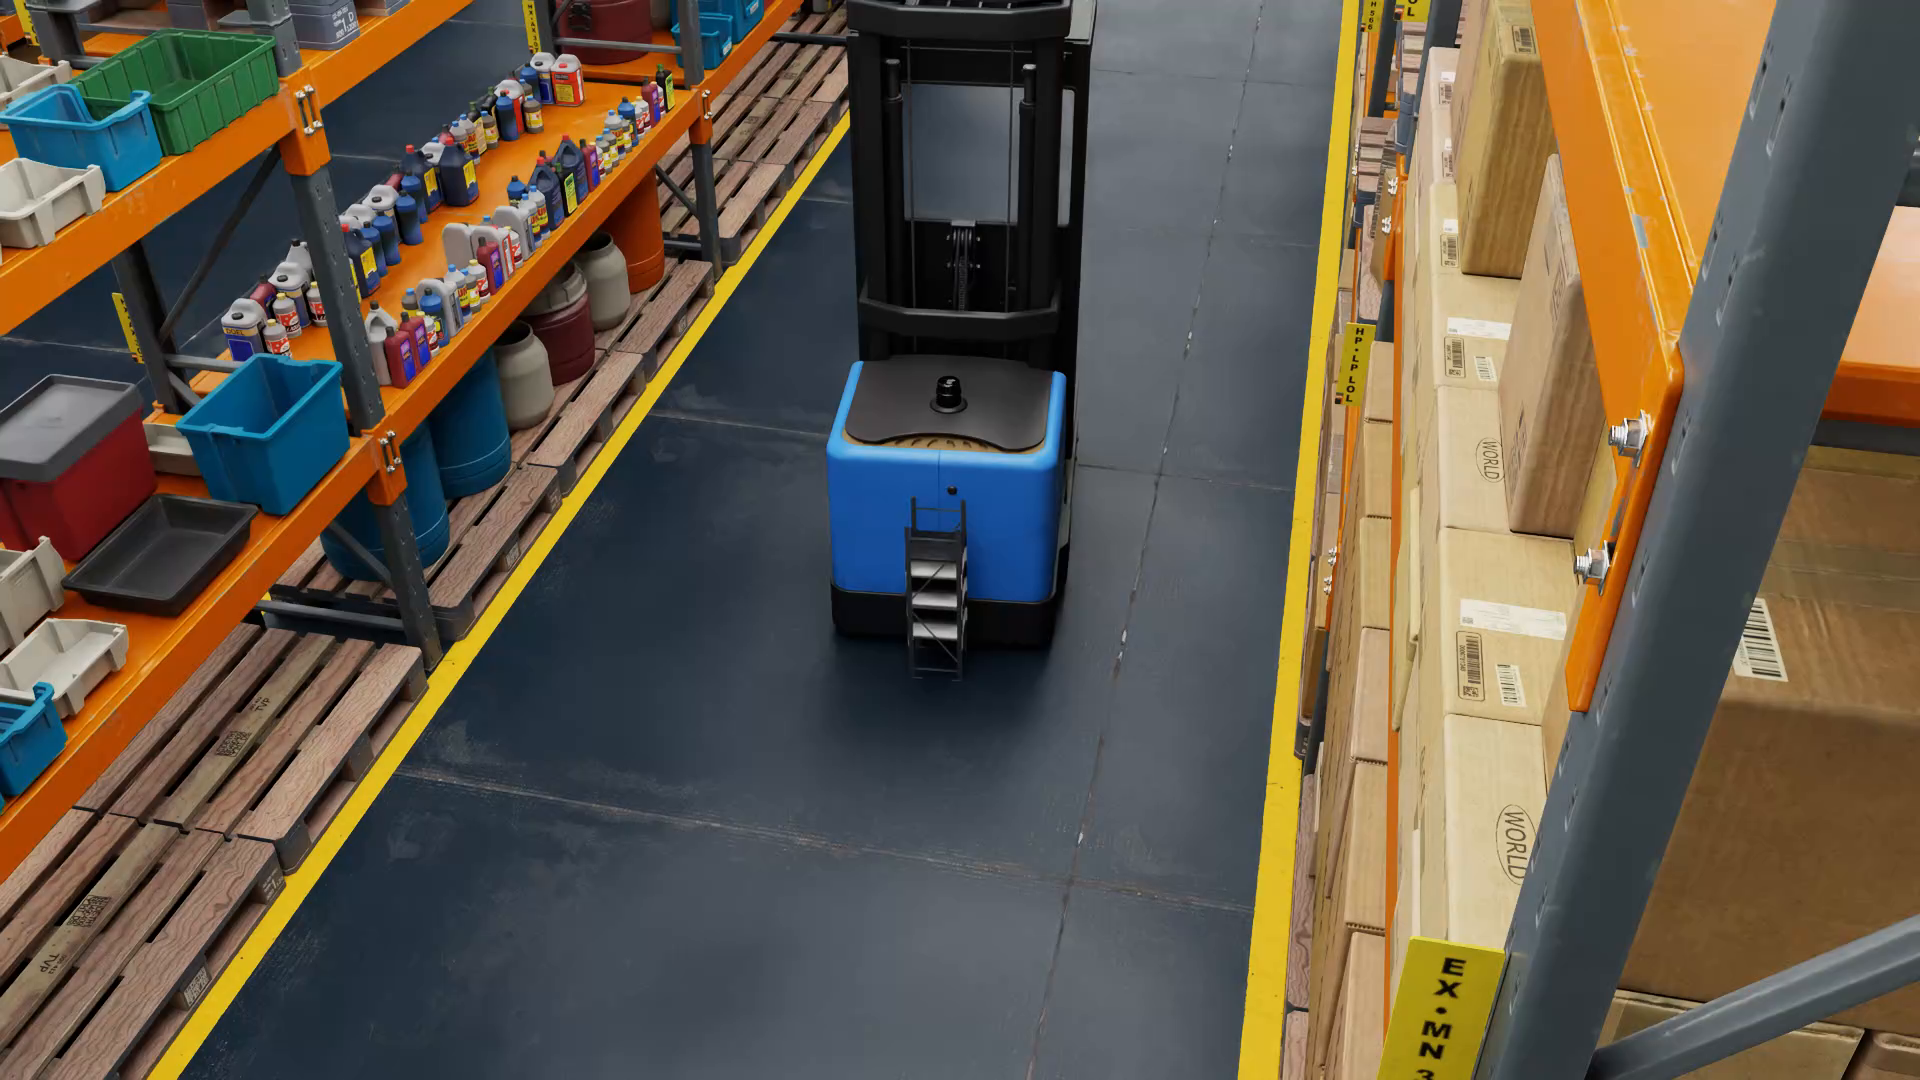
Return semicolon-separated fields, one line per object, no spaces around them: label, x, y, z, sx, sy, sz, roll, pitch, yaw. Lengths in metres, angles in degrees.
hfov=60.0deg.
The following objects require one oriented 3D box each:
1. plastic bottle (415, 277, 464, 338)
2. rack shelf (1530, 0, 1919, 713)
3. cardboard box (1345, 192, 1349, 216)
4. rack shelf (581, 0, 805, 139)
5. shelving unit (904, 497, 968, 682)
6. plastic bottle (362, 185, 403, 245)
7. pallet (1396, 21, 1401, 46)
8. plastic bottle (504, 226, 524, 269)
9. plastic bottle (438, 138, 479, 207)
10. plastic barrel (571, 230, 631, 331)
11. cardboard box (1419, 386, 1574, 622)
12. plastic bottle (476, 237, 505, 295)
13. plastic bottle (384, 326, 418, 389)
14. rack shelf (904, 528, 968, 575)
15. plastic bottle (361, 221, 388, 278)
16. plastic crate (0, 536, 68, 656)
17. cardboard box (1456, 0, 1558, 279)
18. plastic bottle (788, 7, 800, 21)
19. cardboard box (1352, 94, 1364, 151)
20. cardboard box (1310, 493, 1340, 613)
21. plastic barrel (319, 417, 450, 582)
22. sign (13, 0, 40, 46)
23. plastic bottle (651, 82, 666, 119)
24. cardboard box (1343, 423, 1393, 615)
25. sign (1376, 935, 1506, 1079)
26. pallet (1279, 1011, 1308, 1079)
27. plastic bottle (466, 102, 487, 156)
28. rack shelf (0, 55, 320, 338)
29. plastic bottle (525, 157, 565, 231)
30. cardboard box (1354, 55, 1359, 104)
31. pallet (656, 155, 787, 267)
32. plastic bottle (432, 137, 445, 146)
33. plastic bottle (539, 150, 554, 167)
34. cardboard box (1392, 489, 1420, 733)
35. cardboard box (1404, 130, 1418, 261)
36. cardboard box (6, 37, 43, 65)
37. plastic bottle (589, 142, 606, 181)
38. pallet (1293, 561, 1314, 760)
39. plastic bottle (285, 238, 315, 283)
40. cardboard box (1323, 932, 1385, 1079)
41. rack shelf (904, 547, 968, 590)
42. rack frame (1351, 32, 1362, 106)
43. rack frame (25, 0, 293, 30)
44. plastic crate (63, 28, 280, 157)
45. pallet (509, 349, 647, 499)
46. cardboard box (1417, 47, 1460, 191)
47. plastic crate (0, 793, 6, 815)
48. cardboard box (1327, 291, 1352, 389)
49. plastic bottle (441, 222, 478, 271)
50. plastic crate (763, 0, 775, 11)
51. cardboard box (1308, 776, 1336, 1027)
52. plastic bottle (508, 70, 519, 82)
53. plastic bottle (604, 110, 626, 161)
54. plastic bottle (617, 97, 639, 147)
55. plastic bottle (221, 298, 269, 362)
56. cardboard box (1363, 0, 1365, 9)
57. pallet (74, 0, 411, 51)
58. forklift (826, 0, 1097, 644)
plastic bottle;-2.364;-1.075;7.553;0.152;0.276;0.135;7;37;10
rack shelf;1.498;-1.065;2.937;1.077;0.370;4.000;7;37;10
cardboard box;2.871;-2.341;11.179;0.500;0.250;0.500;8;37;11
rack shelf;-1.631;-3.846;11.884;1.077;0.370;4.000;7;37;10
shelving unit;-0.102;0.231;7.424;0.258;0.900;0.210;4;40;5
plastic bottle;-2.880;-1.623;8.309;0.152;0.276;0.135;7;37;10
pallet;2.352;-2.173;6.567;1.213;0.211;1.003;7;37;10
plastic bottle;-2.192;-1.429;8.105;0.097;0.201;0.097;0;36;0
plastic bottle;-2.623;-1.935;8.677;0.144;0.351;0.185;7;37;10
plastic barrel;-2.180;-1.536;9.846;0.421;0.512;0.421;0;36;0
cardboard box;1.149;-0.037;3.161;0.500;0.250;0.500;7;37;10
plastic bottle;-2.228;-1.316;7.880;0.061;0.283;0.133;7;37;10
plastic bottle;-2.418;-0.807;7.177;0.061;0.283;0.133;7;37;10
rack shelf;-0.103;0.049;7.272;0.258;0.077;0.200;4;40;5
plastic bottle;-2.833;-1.406;8.013;0.097;0.271;0.097;0;36;0
plastic crate;-3.419;0.178;5.768;0.437;0.282;0.530;7;37;10
cardboard box;1.513;-0.895;3.705;0.700;0.500;0.500;7;37;10
plastic bottle;-1.431;-4.576;14.288;0.097;0.201;0.097;0;36;0
cardboard box;2.976;-2.858;11.414;0.500;0.311;0.500;8;37;11
cardboard box;1.865;0.158;7.501;0.500;0.500;0.500;7;37;10
plastic barrel;-2.780;-0.328;7.847;0.600;0.901;0.708;7;37;10
sign;-3.450;-1.986;6.141;0.100;0.325;0.005;7;37;10
plastic bottle;-1.770;-2.561;9.667;0.097;0.201;0.097;0;36;0
cardboard box;1.440;0.011;5.012;0.500;0.500;0.500;6;36;9
sign;0.533;0.564;1.875;0.100;0.325;0.005;7;37;10
pallet;1.519;2.150;5.375;1.003;0.211;1.213;7;37;10
plastic bottle;-2.688;-2.268;9.192;0.061;0.283;0.133;7;37;10
rack shelf;-3.340;-0.474;4.676;1.077;0.370;4.000;7;37;10
plastic bottle;-2.115;-1.762;8.437;0.144;0.351;0.185;7;37;10
cardboard box;3.306;-3.518;12.803;0.500;0.250;0.500;6;36;9
pallet;-1.855;-2.301;11.515;1.003;0.211;1.213;7;37;10
plastic bottle;-2.765;-2.006;8.842;0.097;0.271;0.097;0;36;0
plastic bottle;-2.152;-1.915;8.706;0.061;0.283;0.133;7;37;10
cardboard box;1.135;0.163;3.310;0.500;0.250;0.500;7;37;10
cardboard box;1.580;-0.981;4.889;0.500;0.250;0.500;7;37;10
cardboard box;-6.783;-3.469;11.867;0.500;0.250;0.500;9;37;12
plastic bottle;-1.965;-2.038;8.946;0.097;0.201;0.097;0;36;0
pallet;2.062;0.583;7.536;1.003;0.211;1.213;7;37;10
plastic bottle;-3.036;-1.246;7.725;0.144;0.351;0.185;7;37;10
cardboard box;1.005;1.194;3.380;0.500;0.500;0.500;8;37;11
rack shelf;-0.103;0.118;7.330;0.258;0.077;0.200;4;40;5
rack frame;3.634;-4.661;12.395;1.000;3.000;0.127;7;37;10
rack frame;-2.913;-3.127;5.166;1.000;3.000;0.127;7;37;10
plastic crate;-2.708;-1.546;5.721;0.450;0.188;0.662;7;37;10
pallet;-2.449;-0.707;9.316;1.003;0.211;1.213;7;37;10
cardboard box;1.579;-1.183;4.743;0.500;0.250;0.500;7;37;10
plastic crate;-3.112;0.784;4.974;0.416;0.233;0.300;7;37;10
cardboard box;2.297;-1.008;9.110;0.500;0.500;0.500;6;36;8
plastic bottle;-2.393;-1.415;8.022;0.152;0.276;0.135;7;37;10
plastic crate;-1.414;-3.905;11.297;0.402;0.464;0.583;7;37;10
cardboard box;1.228;1.015;4.478;0.500;0.500;0.500;7;36;9
plastic bottle;-2.581;-2.553;9.587;0.061;0.283;0.133;7;37;10
plastic bottle;-1.903;-2.234;9.156;0.097;0.271;0.097;0;36;0
plastic bottle;-1.861;-2.346;9.310;0.097;0.271;0.097;0;36;0
plastic bottle;-3.144;-0.914;7.331;0.152;0.276;0.135;7;37;10
cardboard box;3.729;-4.585;14.276;0.500;0.250;0.500;7;37;10
pallet;-2.841;-2.298;6.739;1.213;0.211;1.003;7;37;10
forklift;0.066;-1.553;8.165;1.130;2.935;3.031;4;36;5
